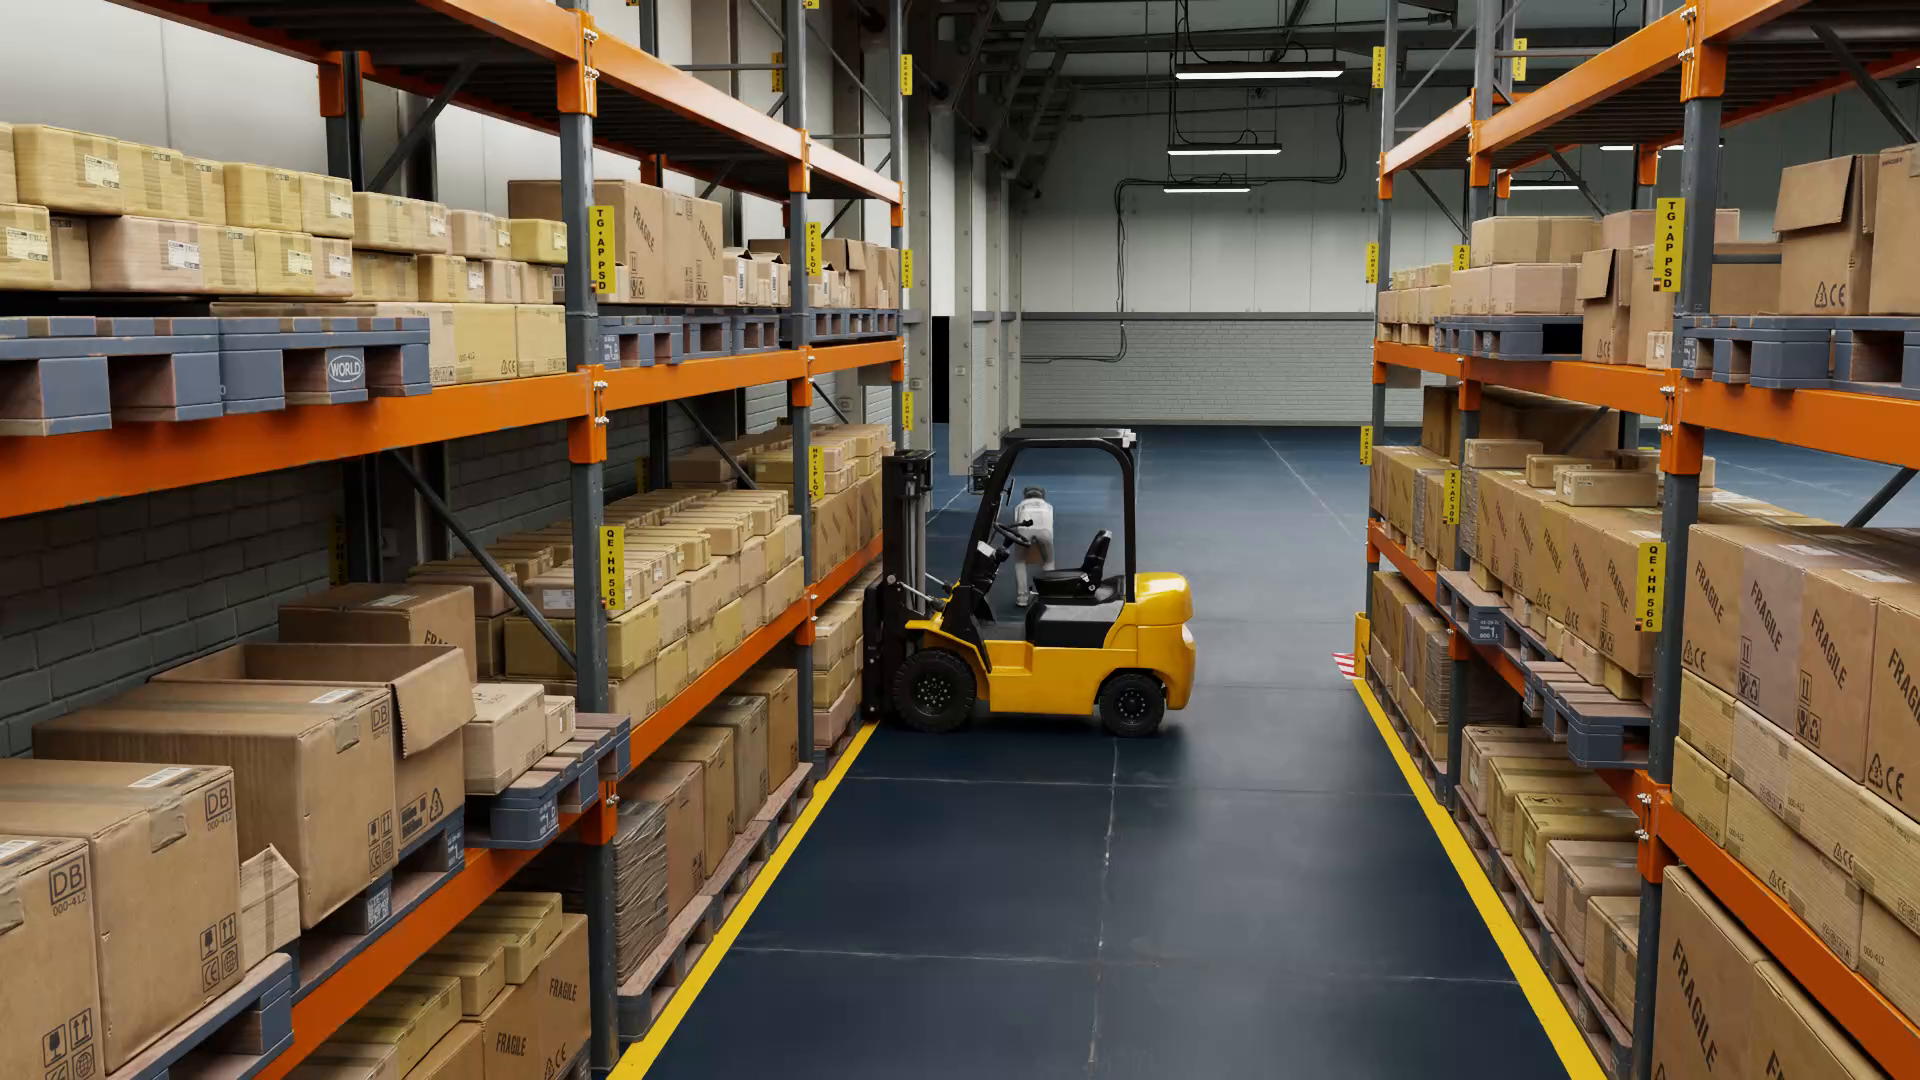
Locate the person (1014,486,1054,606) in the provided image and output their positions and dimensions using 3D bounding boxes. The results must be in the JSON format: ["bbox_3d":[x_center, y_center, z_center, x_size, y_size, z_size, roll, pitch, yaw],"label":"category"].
[{"bbox_3d":[0.785,0.060,17.551,0.429,1.214,0.904,1,8,4],"label":"person"}]
